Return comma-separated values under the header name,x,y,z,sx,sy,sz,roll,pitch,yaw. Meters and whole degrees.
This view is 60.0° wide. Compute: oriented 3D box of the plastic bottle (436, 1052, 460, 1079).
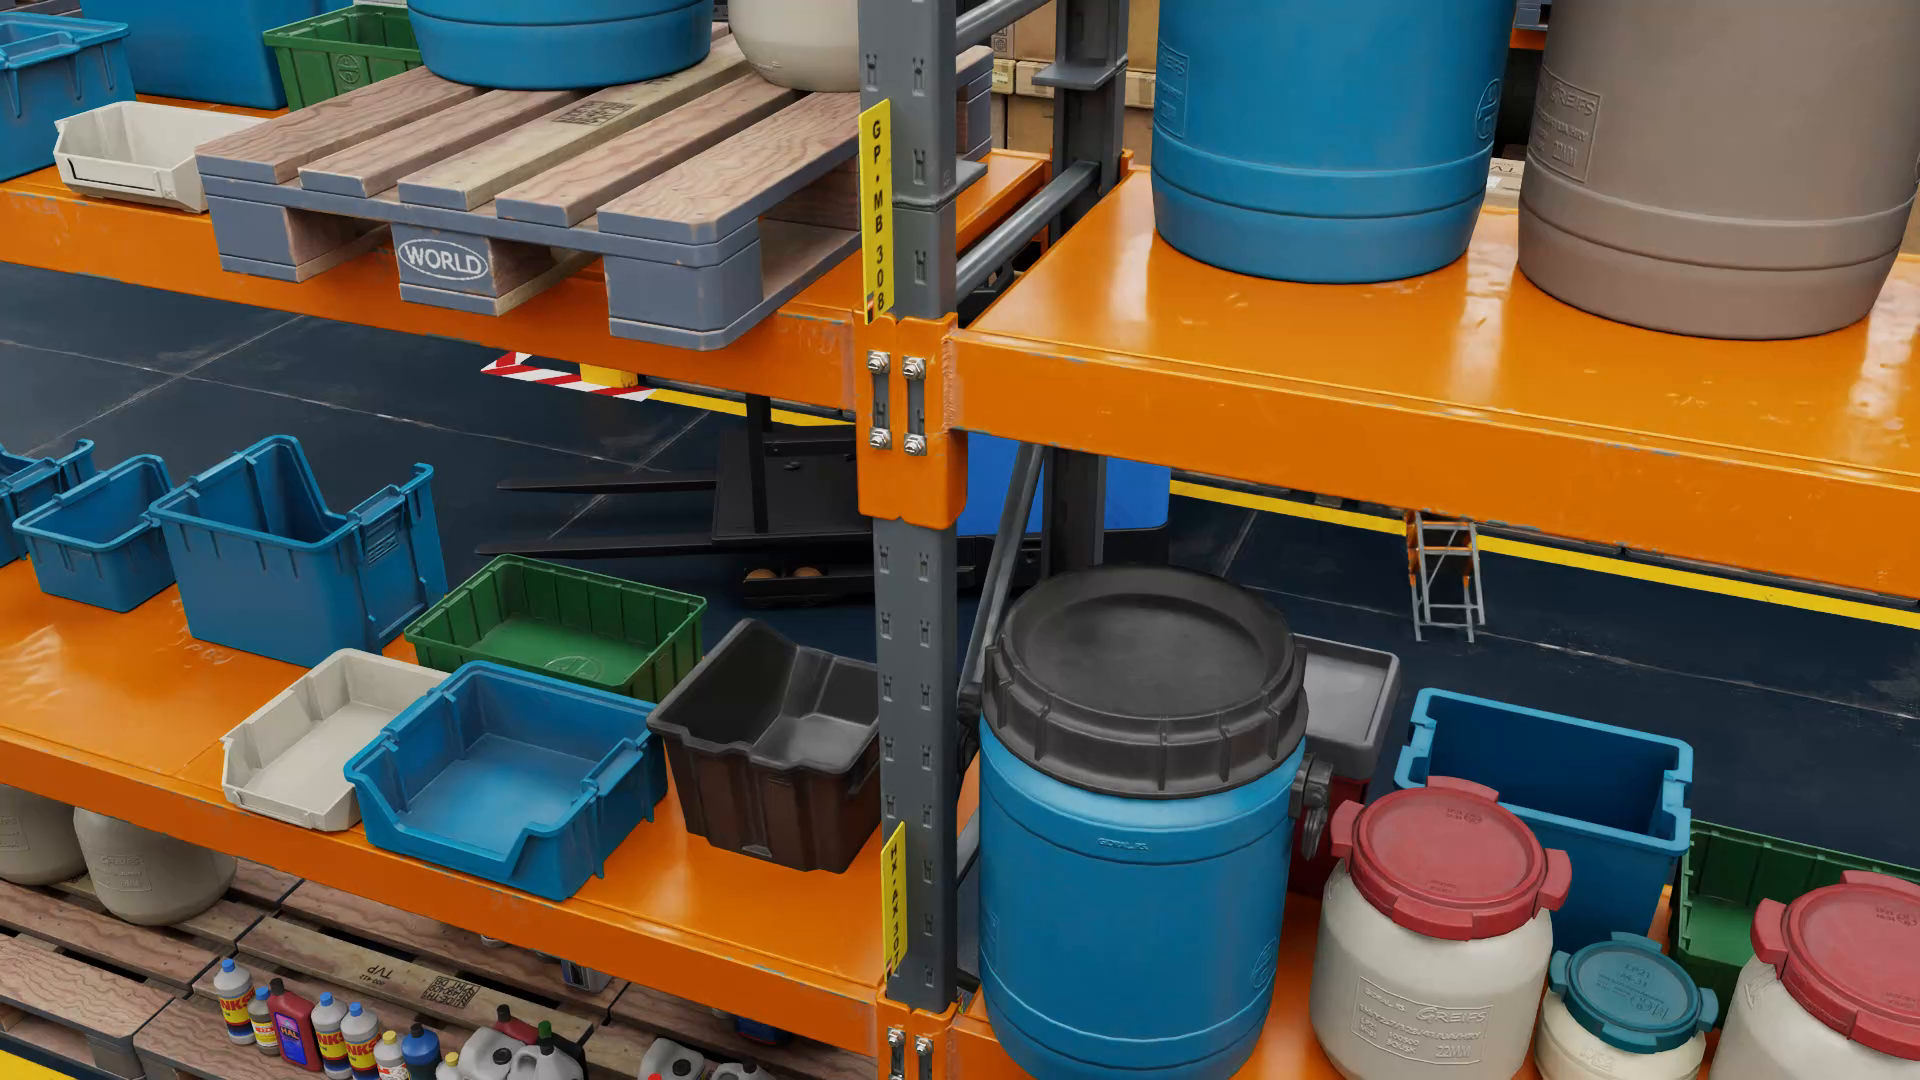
name,x,y,z,sx,sy,sz,roll,pitch,yaw
plastic bottle,-1.360,1.470,4.497,0.097,0.201,0.097,0,29,0

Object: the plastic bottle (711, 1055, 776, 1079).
name,x,y,z,sx,sy,sz,roll,pitch,yaw
plastic bottle,-0.559,1.476,4.335,0.185,0.351,0.144,11,31,19

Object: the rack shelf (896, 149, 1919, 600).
name,x,y,z,sx,sy,sz,roll,pitch,yaw
rack shelf,1.945,-0.055,2.481,4.000,0.370,1.077,11,31,19

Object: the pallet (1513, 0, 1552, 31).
name,x,y,z,sx,sy,sz,roll,pitch,yaw
pallet,4.470,-3.658,11.369,1.213,0.211,1.003,11,31,19

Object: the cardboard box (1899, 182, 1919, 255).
name,x,y,z,sx,sy,sz,roll,pitch,yaw
cardboard box,4.103,-1.297,6.894,0.500,0.500,0.500,10,31,16

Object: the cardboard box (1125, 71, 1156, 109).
name,x,y,z,sx,sy,sz,roll,pitch,yaw
cardboard box,0.909,-2.111,7.675,0.250,0.149,0.380,11,31,19

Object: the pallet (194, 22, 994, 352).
name,x,y,z,sx,sy,sz,roll,pitch,yaw
pallet,-0.614,-0.745,3.163,1.003,0.211,1.213,11,31,19

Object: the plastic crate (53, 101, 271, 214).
name,x,y,z,sx,sy,sz,roll,pitch,yaw
plastic crate,-1.548,-0.736,3.223,0.396,0.136,0.243,11,31,19

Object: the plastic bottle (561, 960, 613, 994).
name,x,y,z,sx,sy,sz,roll,pitch,yaw
plastic bottle,-1.102,1.182,4.931,0.135,0.276,0.152,11,31,19

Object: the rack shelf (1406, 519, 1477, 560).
name,x,y,z,sx,sy,sz,roll,pitch,yaw
rack shelf,2.052,0.002,7.093,0.258,0.180,0.103,2,63,3

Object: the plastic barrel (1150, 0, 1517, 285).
name,x,y,z,sx,sy,sz,roll,pitch,yaw
plastic barrel,0.644,-0.961,2.844,0.708,0.901,0.600,11,31,19

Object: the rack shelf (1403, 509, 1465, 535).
name,x,y,z,sx,sy,sz,roll,pitch,yaw
rack shelf,2.057,-0.105,7.148,0.258,0.180,0.103,2,63,3

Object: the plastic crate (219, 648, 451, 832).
name,x,y,z,sx,sy,sz,roll,pitch,yaw
plastic crate,-1.508,0.498,4.089,0.437,0.136,0.530,11,31,19

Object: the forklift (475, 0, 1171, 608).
name,x,y,z,sx,sy,sz,roll,pitch,yaw
forklift,-0.621,-1.251,6.984,3.031,2.935,1.130,-2,30,-4

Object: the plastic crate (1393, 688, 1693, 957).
name,x,y,z,sx,sy,sz,roll,pitch,yaw
plastic crate,1.231,0.637,3.591,0.575,0.384,0.392,11,31,19

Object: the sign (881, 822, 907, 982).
name,x,y,z,sx,sy,sz,roll,pitch,yaw
sign,-0.126,0.696,3.189,0.005,0.325,0.100,11,31,19

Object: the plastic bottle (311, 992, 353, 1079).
name,x,y,z,sx,sy,sz,roll,pitch,yaw
plastic bottle,-1.734,1.365,4.613,0.097,0.271,0.097,0,29,0

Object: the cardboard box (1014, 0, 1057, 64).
name,x,y,z,sx,sy,sz,roll,pitch,yaw
cardboard box,0.611,-2.563,7.817,0.500,0.500,0.700,11,31,19

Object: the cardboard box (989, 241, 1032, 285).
name,x,y,z,sx,sy,sz,roll,pitch,yaw
cardboard box,0.053,-1.263,8.542,0.500,0.500,0.500,11,31,19

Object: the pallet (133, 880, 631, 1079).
name,x,y,z,sx,sy,sz,roll,pitch,yaw
pallet,-1.650,1.413,5.035,1.213,0.211,1.003,11,31,19

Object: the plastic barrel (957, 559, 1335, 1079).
name,x,y,z,sx,sy,sz,roll,pitch,yaw
plastic barrel,0.336,0.559,3.203,0.708,0.901,0.600,11,31,19

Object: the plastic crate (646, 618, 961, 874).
name,x,y,z,sx,sy,sz,roll,pitch,yaw
plastic crate,-0.346,0.440,3.986,0.504,0.338,0.767,11,31,19

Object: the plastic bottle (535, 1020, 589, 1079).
name,x,y,z,sx,sy,sz,roll,pitch,yaw
plastic bottle,-1.076,1.424,4.495,0.133,0.283,0.061,11,31,19

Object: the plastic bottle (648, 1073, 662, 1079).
name,x,y,z,sx,sy,sz,roll,pitch,yaw
plastic bottle,-0.791,1.506,4.282,0.185,0.351,0.144,10,31,17

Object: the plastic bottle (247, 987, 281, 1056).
name,x,y,z,sx,sy,sz,roll,pitch,yaw
plastic bottle,-1.956,1.351,4.708,0.097,0.201,0.097,0,29,0

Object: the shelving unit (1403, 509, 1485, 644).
name,x,y,z,sx,sy,sz,roll,pitch,yaw
shelving unit,2.060,-0.145,7.168,0.258,0.189,1.200,2,63,3

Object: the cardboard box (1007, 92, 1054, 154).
name,x,y,z,sx,sy,sz,roll,pitch,yaw
cardboard box,0.589,-2.002,8.142,0.500,0.500,0.700,12,32,20

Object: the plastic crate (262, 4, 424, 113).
name,x,y,z,sx,sy,sz,roll,pitch,yaw
plastic crate,-1.268,-1.062,3.747,0.450,0.188,0.336,11,31,19

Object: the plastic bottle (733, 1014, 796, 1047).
name,x,y,z,sx,sy,sz,roll,pitch,yaw
plastic bottle,-0.555,1.257,4.723,0.185,0.351,0.144,11,31,19

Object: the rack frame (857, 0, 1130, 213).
name,x,y,z,sx,sy,sz,roll,pitch,yaw
rack frame,0.092,-2.044,2.221,0.127,3.000,1.000,11,31,19

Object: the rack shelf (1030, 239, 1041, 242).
name,x,y,z,sx,sy,sz,roll,pitch,yaw
rack shelf,0.104,-1.747,8.523,4.000,0.370,1.077,11,31,19

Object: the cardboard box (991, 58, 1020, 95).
name,x,y,z,sx,sy,sz,roll,pitch,yaw
cardboard box,0.202,-2.252,7.925,0.250,0.149,0.380,12,32,21

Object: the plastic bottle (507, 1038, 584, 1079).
name,x,y,z,sx,sy,sz,roll,pitch,yaw
plastic bottle,-1.091,1.446,4.388,0.185,0.351,0.144,11,31,19

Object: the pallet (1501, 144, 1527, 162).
name,x,y,z,sx,sy,sz,roll,pitch,yaw
pallet,4.538,-2.592,12.122,1.213,0.211,1.003,11,31,19

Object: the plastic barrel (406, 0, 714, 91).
name,x,y,z,sx,sy,sz,roll,pitch,yaw
plastic barrel,-0.790,-1.372,3.145,0.708,0.901,0.600,11,31,19

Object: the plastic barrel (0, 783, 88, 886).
name,x,y,z,sx,sy,sz,roll,pitch,yaw
plastic barrel,-2.976,0.815,5.361,0.421,0.512,0.421,0,29,0

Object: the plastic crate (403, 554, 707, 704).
name,x,y,z,sx,sy,sz,roll,pitch,yaw
plastic crate,-1.060,0.280,4.421,0.662,0.188,0.450,11,31,19

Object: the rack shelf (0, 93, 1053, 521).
name,x,y,z,sx,sy,sz,roll,pitch,yaw
rack shelf,-1.762,-0.795,3.791,4.000,0.370,1.077,11,31,19

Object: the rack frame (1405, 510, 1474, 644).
name,x,y,z,sx,sy,sz,roll,pitch,yaw
rack frame,2.062,-0.103,7.249,0.240,0.006,1.200,2,63,3

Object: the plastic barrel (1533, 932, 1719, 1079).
name,x,y,z,sx,sy,sz,roll,pitch,yaw
plastic barrel,1.260,0.943,3.174,0.301,0.262,0.301,0,29,0

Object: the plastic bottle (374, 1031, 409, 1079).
name,x,y,z,sx,sy,sz,roll,pitch,yaw
plastic bottle,-1.550,1.432,4.565,0.097,0.201,0.097,0,29,0

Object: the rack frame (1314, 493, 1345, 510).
name,x,y,z,sx,sy,sz,roll,pitch,yaw
rack frame,1.957,-1.690,7.692,0.127,3.000,1.000,11,31,19

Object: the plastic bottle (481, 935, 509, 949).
name,x,y,z,sx,sy,sz,roll,pitch,yaw
plastic bottle,-1.426,1.139,5.083,0.097,0.201,0.097,0,29,0

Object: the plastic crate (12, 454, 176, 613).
name,x,y,z,sx,sy,sz,roll,pitch,yaw
plastic crate,-2.439,-0.029,4.903,0.408,0.251,0.499,11,31,19

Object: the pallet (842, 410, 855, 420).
name,x,y,z,sx,sy,sz,roll,pitch,yaw
pallet,0.102,-0.867,9.070,1.213,0.211,1.003,11,31,19

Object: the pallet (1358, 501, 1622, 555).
name,x,y,z,sx,sy,sz,roll,pitch,yaw
pallet,2.655,-0.358,8.168,1.213,0.211,1.003,11,31,19
